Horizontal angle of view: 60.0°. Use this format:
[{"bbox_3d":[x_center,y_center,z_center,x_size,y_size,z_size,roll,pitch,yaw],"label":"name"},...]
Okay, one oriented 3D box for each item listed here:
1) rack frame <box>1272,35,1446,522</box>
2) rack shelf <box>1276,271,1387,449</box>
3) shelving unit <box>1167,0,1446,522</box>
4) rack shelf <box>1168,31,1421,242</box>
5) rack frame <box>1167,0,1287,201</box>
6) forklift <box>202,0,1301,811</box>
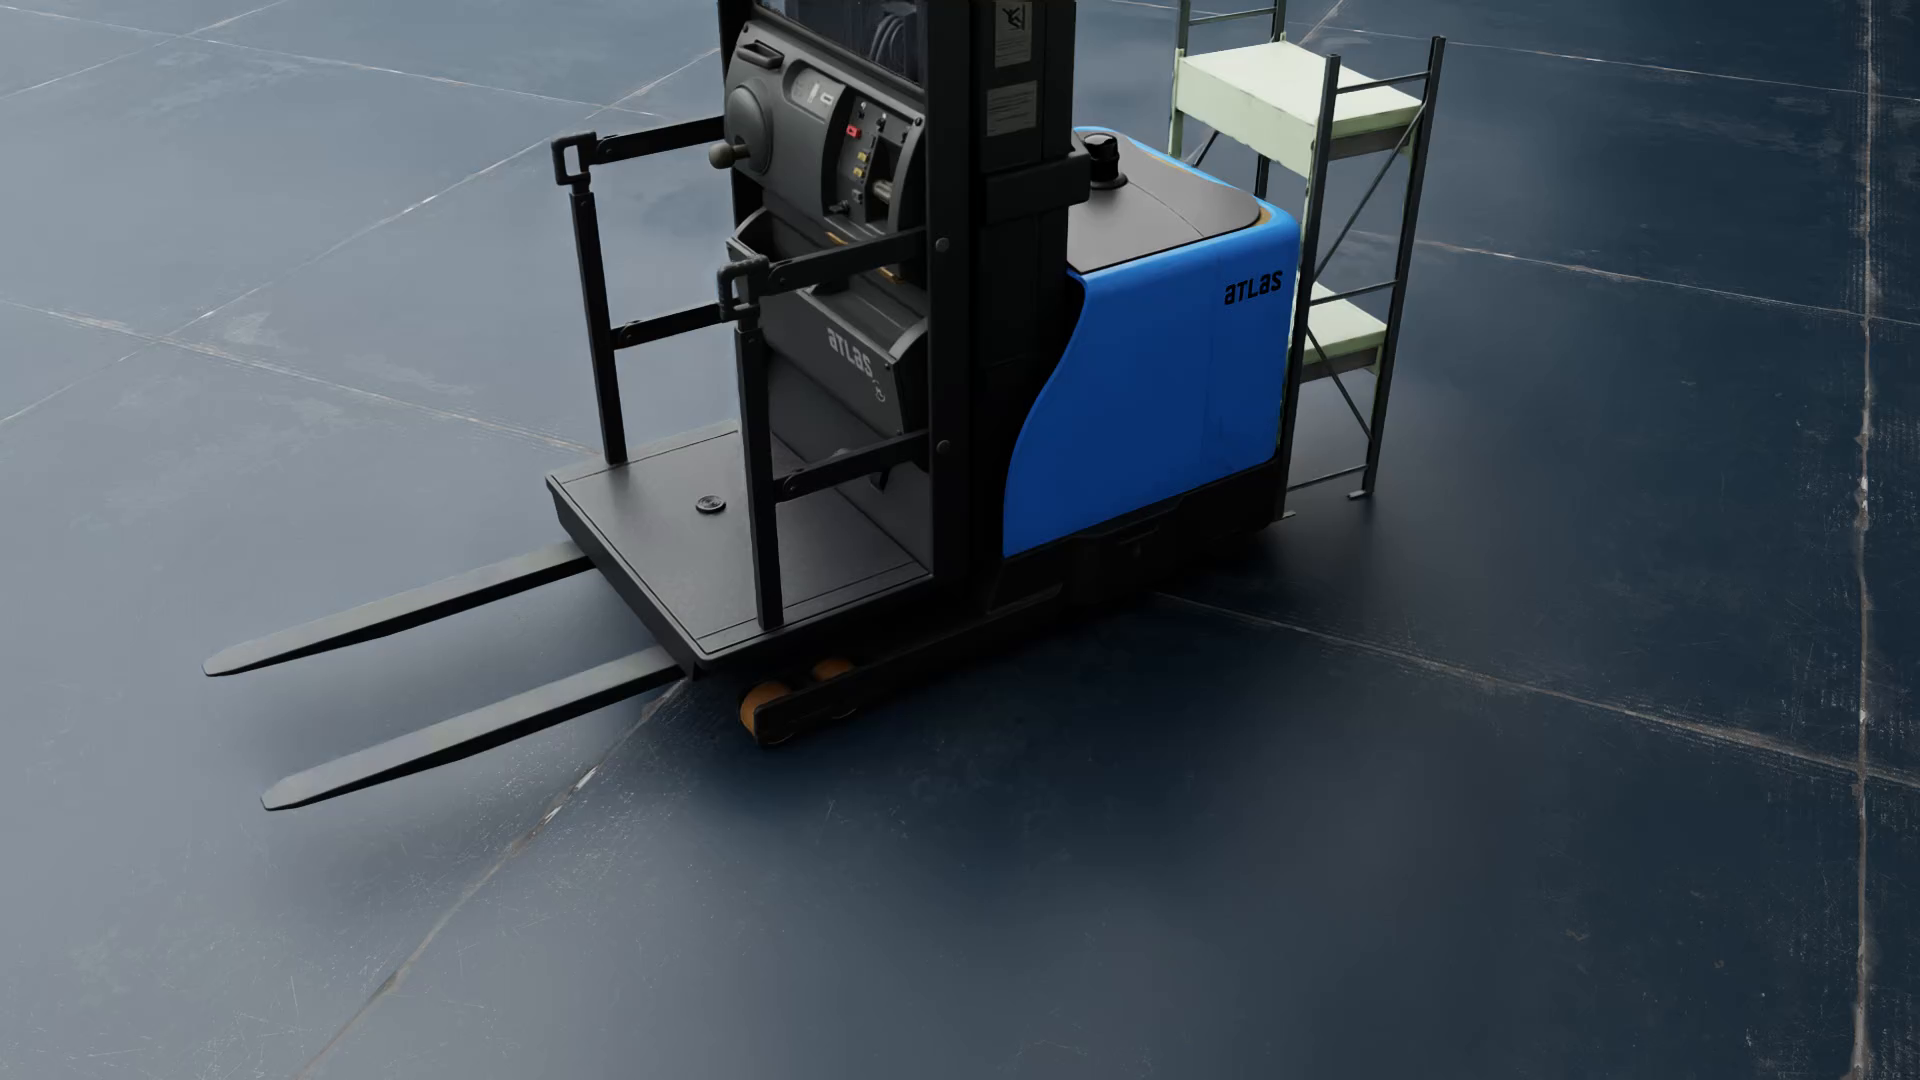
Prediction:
[{"bbox_3d":[1.181,-0.740,5.010,0.400,1.500,0.023,-16,36,-22],"label":"rack frame"},{"bbox_3d":[1.016,-0.646,5.462,0.431,0.370,0.720,-16,36,-22],"label":"rack shelf"},{"bbox_3d":[1.016,-0.919,5.283,0.431,1.500,0.755,-16,36,-22],"label":"shelving unit"},{"bbox_3d":[1.016,-1.245,5.069,0.431,0.370,0.720,-16,36,-22],"label":"rack shelf"},{"bbox_3d":[0.850,-1.097,5.556,0.400,1.500,0.023,-16,36,-22],"label":"rack frame"},{"bbox_3d":[-0.533,-1.014,4.124,3.031,2.935,1.130,-20,38,-27],"label":"forklift"}]
